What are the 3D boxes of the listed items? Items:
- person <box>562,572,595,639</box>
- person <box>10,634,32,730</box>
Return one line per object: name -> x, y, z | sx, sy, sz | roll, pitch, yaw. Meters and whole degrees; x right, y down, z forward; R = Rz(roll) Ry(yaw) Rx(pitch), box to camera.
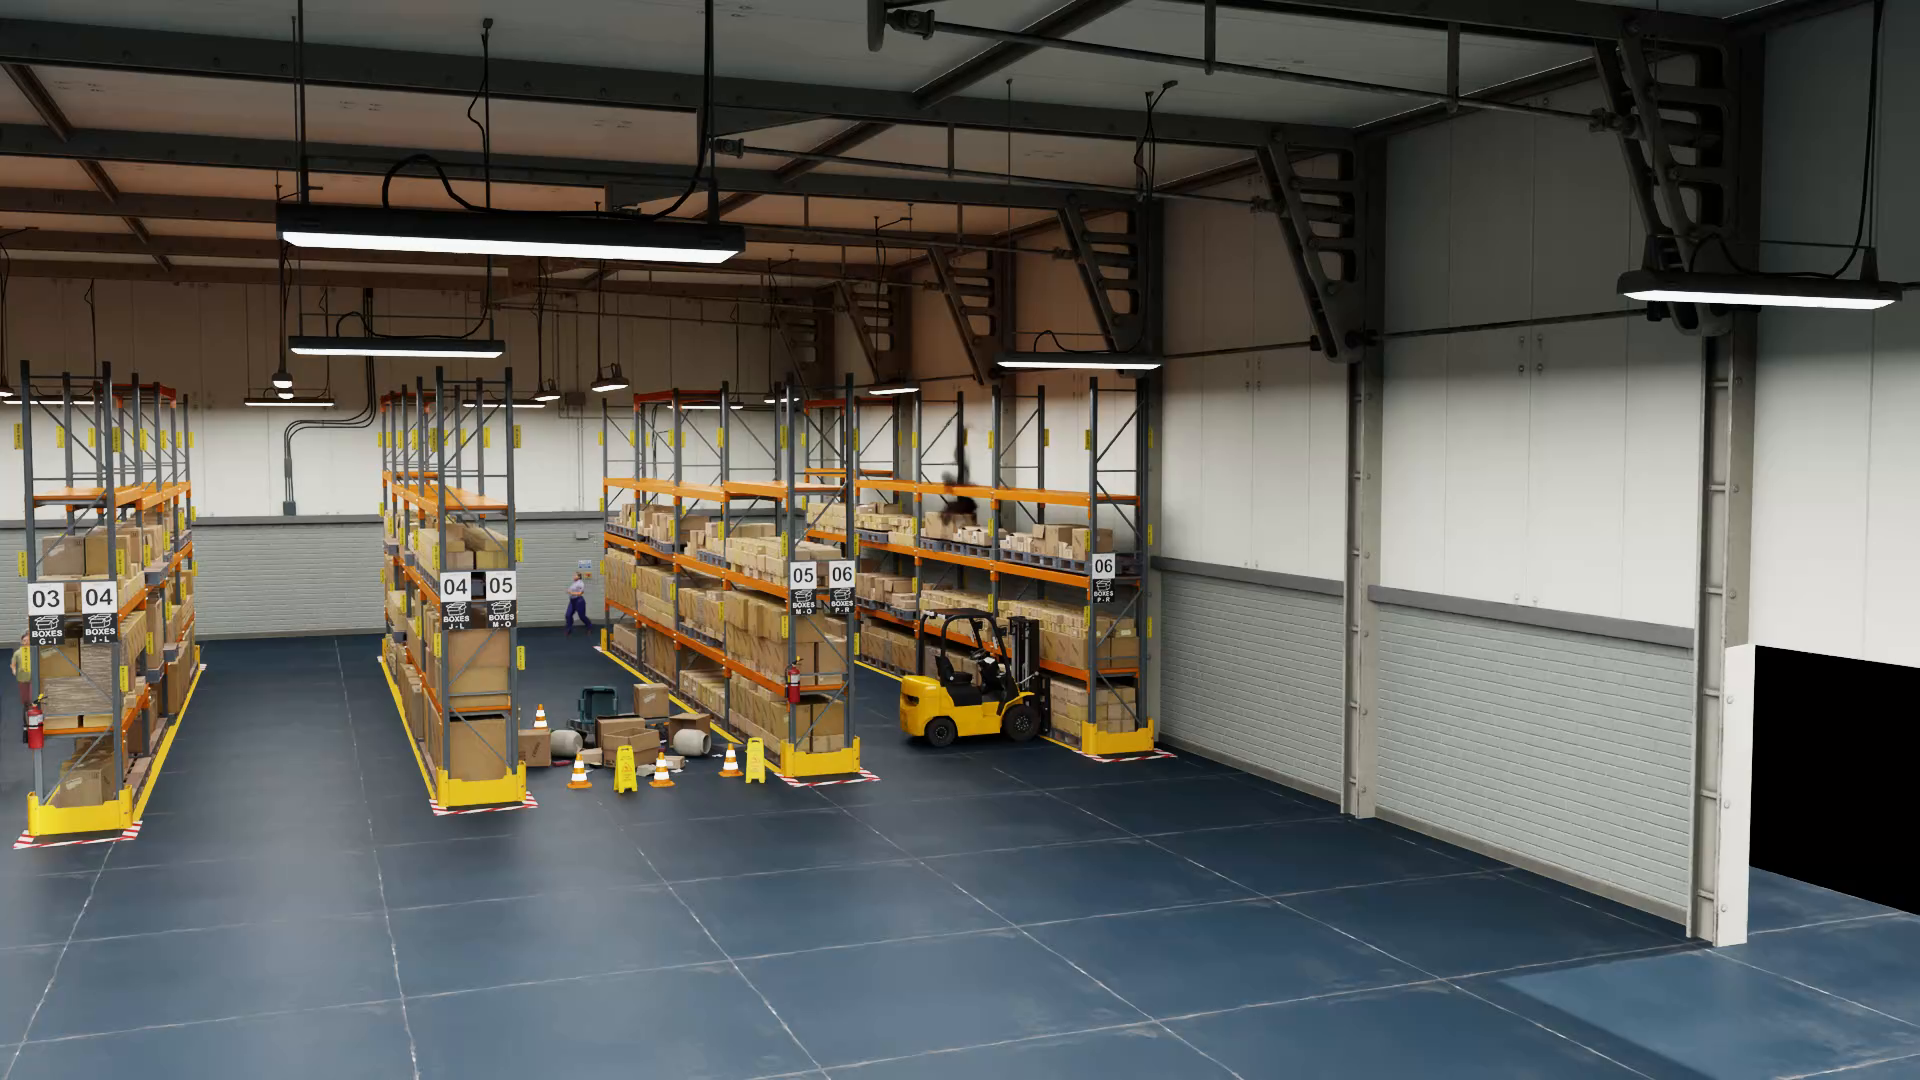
person -> -9.683, 1.644, 42.114 | 0.807, 1.687, 0.588 | -3, 5, -43
person -> -16.186, 2.439, 28.929 | 0.566, 1.647, 0.875 | -2, 4, -24
